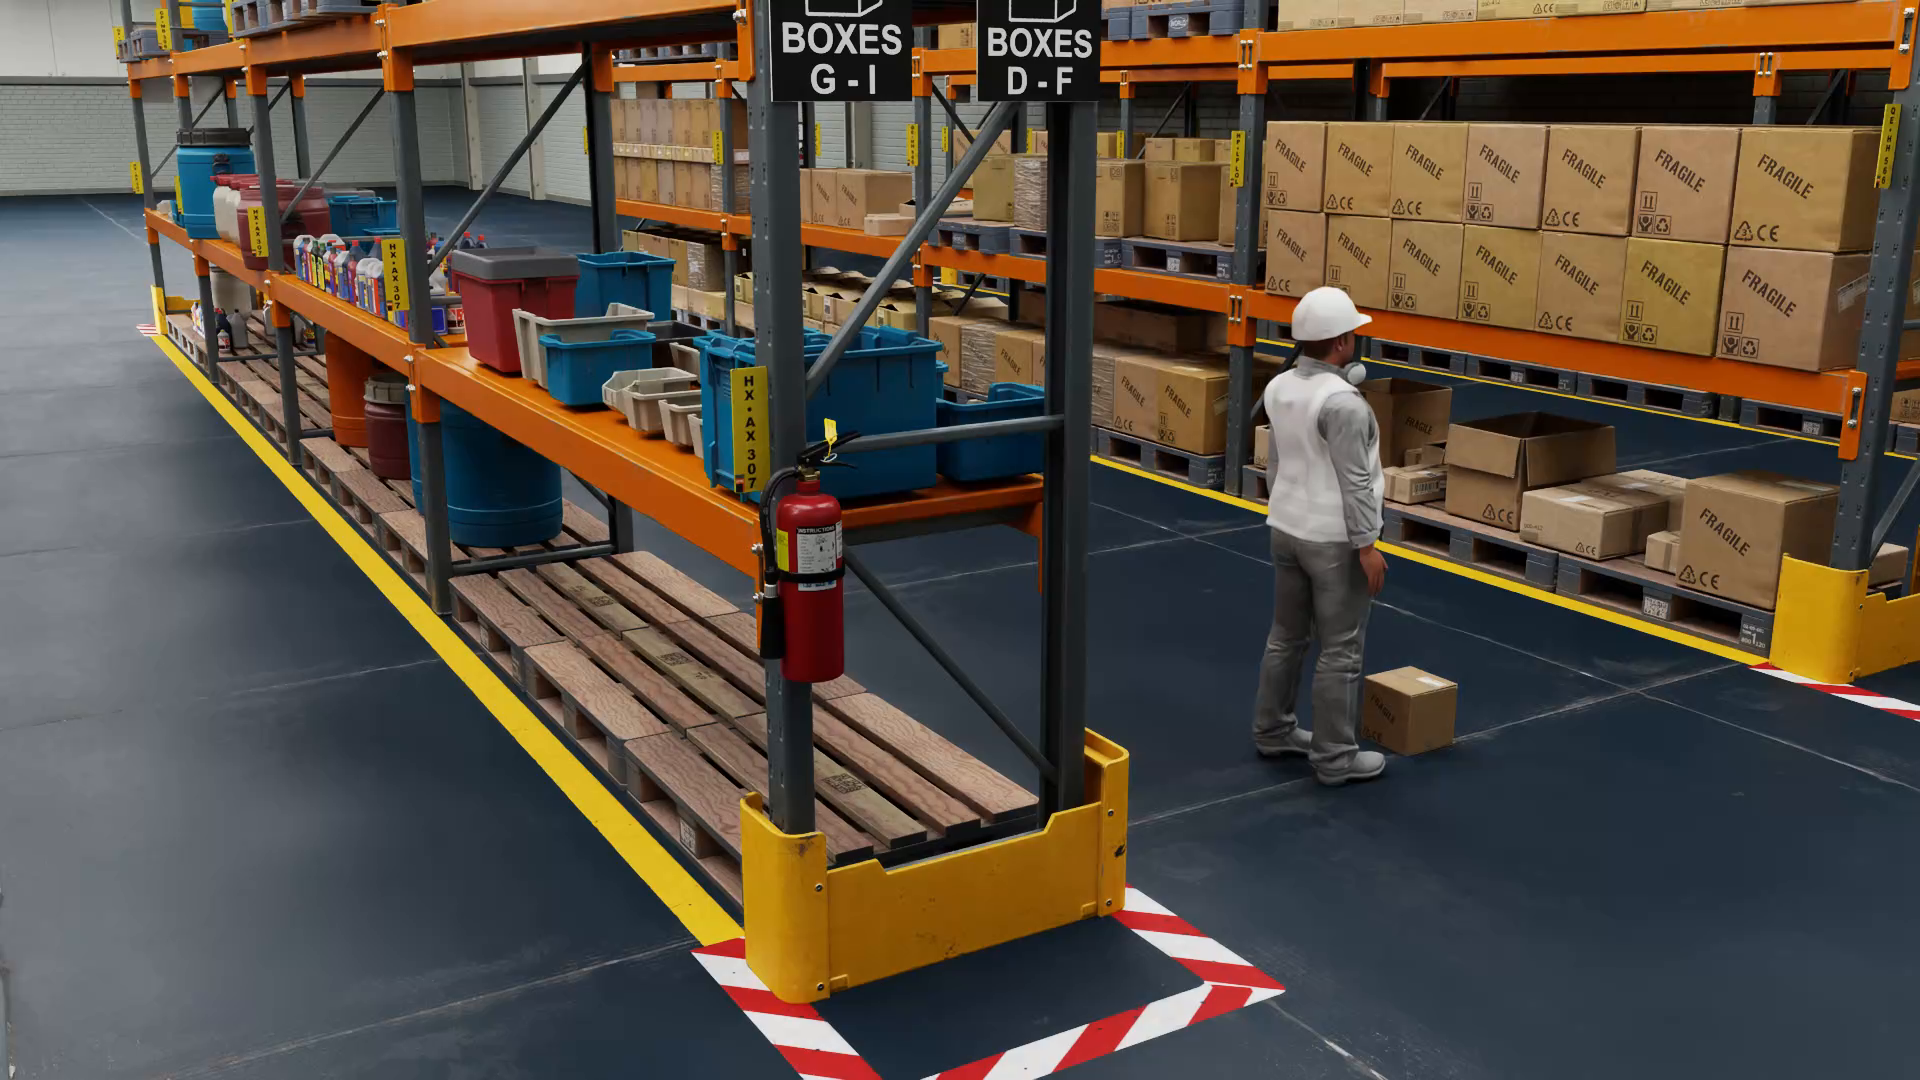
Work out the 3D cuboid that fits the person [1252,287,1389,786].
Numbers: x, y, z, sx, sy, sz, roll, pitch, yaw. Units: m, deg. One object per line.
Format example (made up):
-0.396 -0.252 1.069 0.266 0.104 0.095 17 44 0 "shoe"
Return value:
1.336 -0.021 6.009 0.401 1.777 0.569 -6 16 -22 "person"
